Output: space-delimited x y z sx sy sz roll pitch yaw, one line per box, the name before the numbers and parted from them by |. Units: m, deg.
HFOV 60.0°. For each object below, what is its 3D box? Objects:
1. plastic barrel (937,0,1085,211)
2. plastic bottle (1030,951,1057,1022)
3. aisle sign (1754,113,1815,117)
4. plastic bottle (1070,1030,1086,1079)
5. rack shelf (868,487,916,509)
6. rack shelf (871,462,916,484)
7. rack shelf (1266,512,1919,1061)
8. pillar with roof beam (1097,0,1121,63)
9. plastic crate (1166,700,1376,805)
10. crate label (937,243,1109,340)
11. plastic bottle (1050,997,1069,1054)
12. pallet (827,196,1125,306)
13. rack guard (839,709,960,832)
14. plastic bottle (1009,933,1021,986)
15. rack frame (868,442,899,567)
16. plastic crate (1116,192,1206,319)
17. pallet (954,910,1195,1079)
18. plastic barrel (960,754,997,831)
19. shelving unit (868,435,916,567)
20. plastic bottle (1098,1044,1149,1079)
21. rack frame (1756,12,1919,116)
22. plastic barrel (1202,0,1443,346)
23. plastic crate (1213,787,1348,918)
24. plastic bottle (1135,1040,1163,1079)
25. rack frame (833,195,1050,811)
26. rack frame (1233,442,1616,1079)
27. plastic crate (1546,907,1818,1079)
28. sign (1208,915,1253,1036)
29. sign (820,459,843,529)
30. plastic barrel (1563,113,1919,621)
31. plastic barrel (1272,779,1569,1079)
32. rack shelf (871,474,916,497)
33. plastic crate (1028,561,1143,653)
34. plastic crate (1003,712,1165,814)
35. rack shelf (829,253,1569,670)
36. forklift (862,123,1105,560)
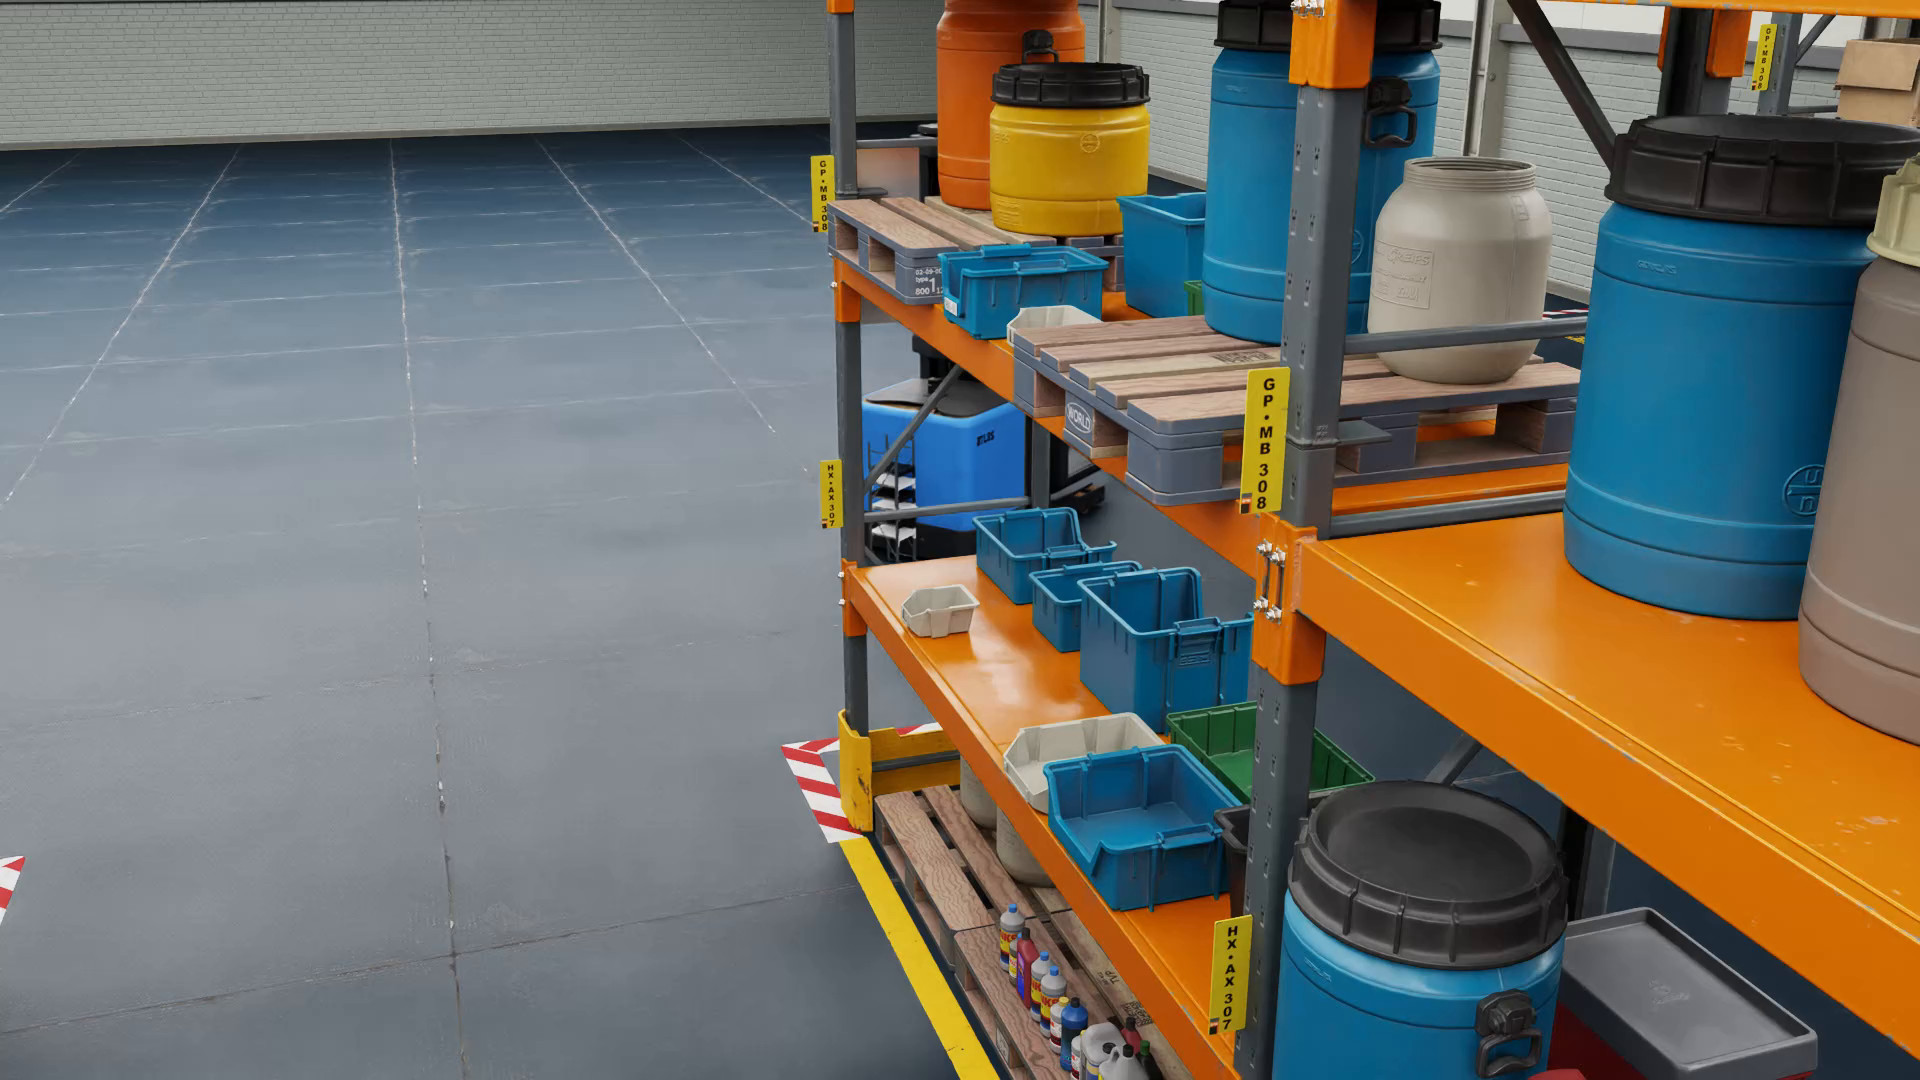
plastic barrel | 0.206 -1.806 6.813 0.600 0.830 0.708 -6 21 -17
plastic bottle | 0.314 1.665 6.229 0.097 0.271 0.097 0 20 0
aisle sign | 4.325 -1.874 8.851 0.394 0.787 0.004 -6 21 -17
plastic bottle | 0.442 1.828 5.880 0.097 0.201 0.097 0 20 0
rack shelf | -0.458 -0.291 11.229 0.258 0.077 0.200 12 23 31
rack shelf | -0.458 -0.461 11.168 0.258 0.077 0.200 12 23 31
rack shelf | 1.819 0.715 2.115 1.077 0.370 4.000 -6 21 -17
pillar with roof beam | -1.251 -11.125 29.577 9.100 9.000 0.400 -6 21 -17
plastic crate | 1.031 0.781 5.619 0.450 0.188 0.662 -6 21 -17
crate label | 0.207 -0.843 5.609 0.502 0.251 0.408 -6 21 -17
plastic bottle | 0.377 1.762 6.063 0.097 0.201 0.097 0 20 0
pallet | 0.100 -1.184 6.617 1.003 0.211 1.213 -6 21 -17
rack guard | 0.001 1.059 8.229 1.175 0.500 0.348 -6 21 -17
plastic bottle | 0.239 1.621 6.455 0.097 0.201 0.097 0 20 0
rack frame | -0.514 -0.209 11.168 0.240 0.900 0.006 12 23 31
plastic crate | 0.818 -0.961 5.742 0.392 0.384 0.575 -6 21 -17
pallet | 0.631 1.847 6.463 1.003 0.211 1.213 -6 21 -17
plastic barrel | 0.212 1.039 7.645 0.421 0.512 0.421 0 20 0
shelving unit | -0.458 -0.238 11.248 0.258 0.900 0.210 12 23 31
plastic bottle | 0.552 1.845 5.610 0.144 0.351 0.185 -7 21 -18
rack frame | 4.636 -3.486 8.308 1.000 3.000 0.127 -6 21 -17
plastic barrel | 0.979 -1.029 4.545 0.600 0.901 0.708 -6 21 -17
plastic crate | 1.146 0.994 4.803 0.767 0.338 0.504 -6 21 -17
plastic bottle | 0.641 1.857 5.675 0.061 0.283 0.133 -6 21 -17
rack frame | -0.067 -0.137 7.861 1.000 3.000 0.127 -6 21 -17
rack frame | 1.190 1.147 4.287 1.000 3.000 0.127 -6 21 -17
plastic crate | 1.633 1.239 3.934 0.402 0.464 0.583 -6 21 -17
sign | 0.664 1.071 4.087 0.100 0.325 0.005 -6 21 -17
sign | -0.591 -0.210 7.655 0.100 0.325 0.005 -6 21 -17
plastic barrel | 1.556 -0.361 3.305 0.600 0.901 0.708 -6 21 -17
plastic barrel | 1.024 1.067 3.767 0.600 0.901 0.708 -6 21 -17
rack shelf | -0.458 -0.376 11.198 0.258 0.077 0.200 12 23 31
plastic crate | 0.573 0.271 6.945 0.499 0.251 0.408 -6 21 -17
plastic crate | 0.439 0.777 5.707 0.530 0.136 0.437 -6 21 -17
rack shelf | 0.561 -0.568 5.688 1.077 0.370 4.000 -6 21 -17
forklift | 0.443 -1.650 12.175 1.130 2.935 3.031 12 23 31
